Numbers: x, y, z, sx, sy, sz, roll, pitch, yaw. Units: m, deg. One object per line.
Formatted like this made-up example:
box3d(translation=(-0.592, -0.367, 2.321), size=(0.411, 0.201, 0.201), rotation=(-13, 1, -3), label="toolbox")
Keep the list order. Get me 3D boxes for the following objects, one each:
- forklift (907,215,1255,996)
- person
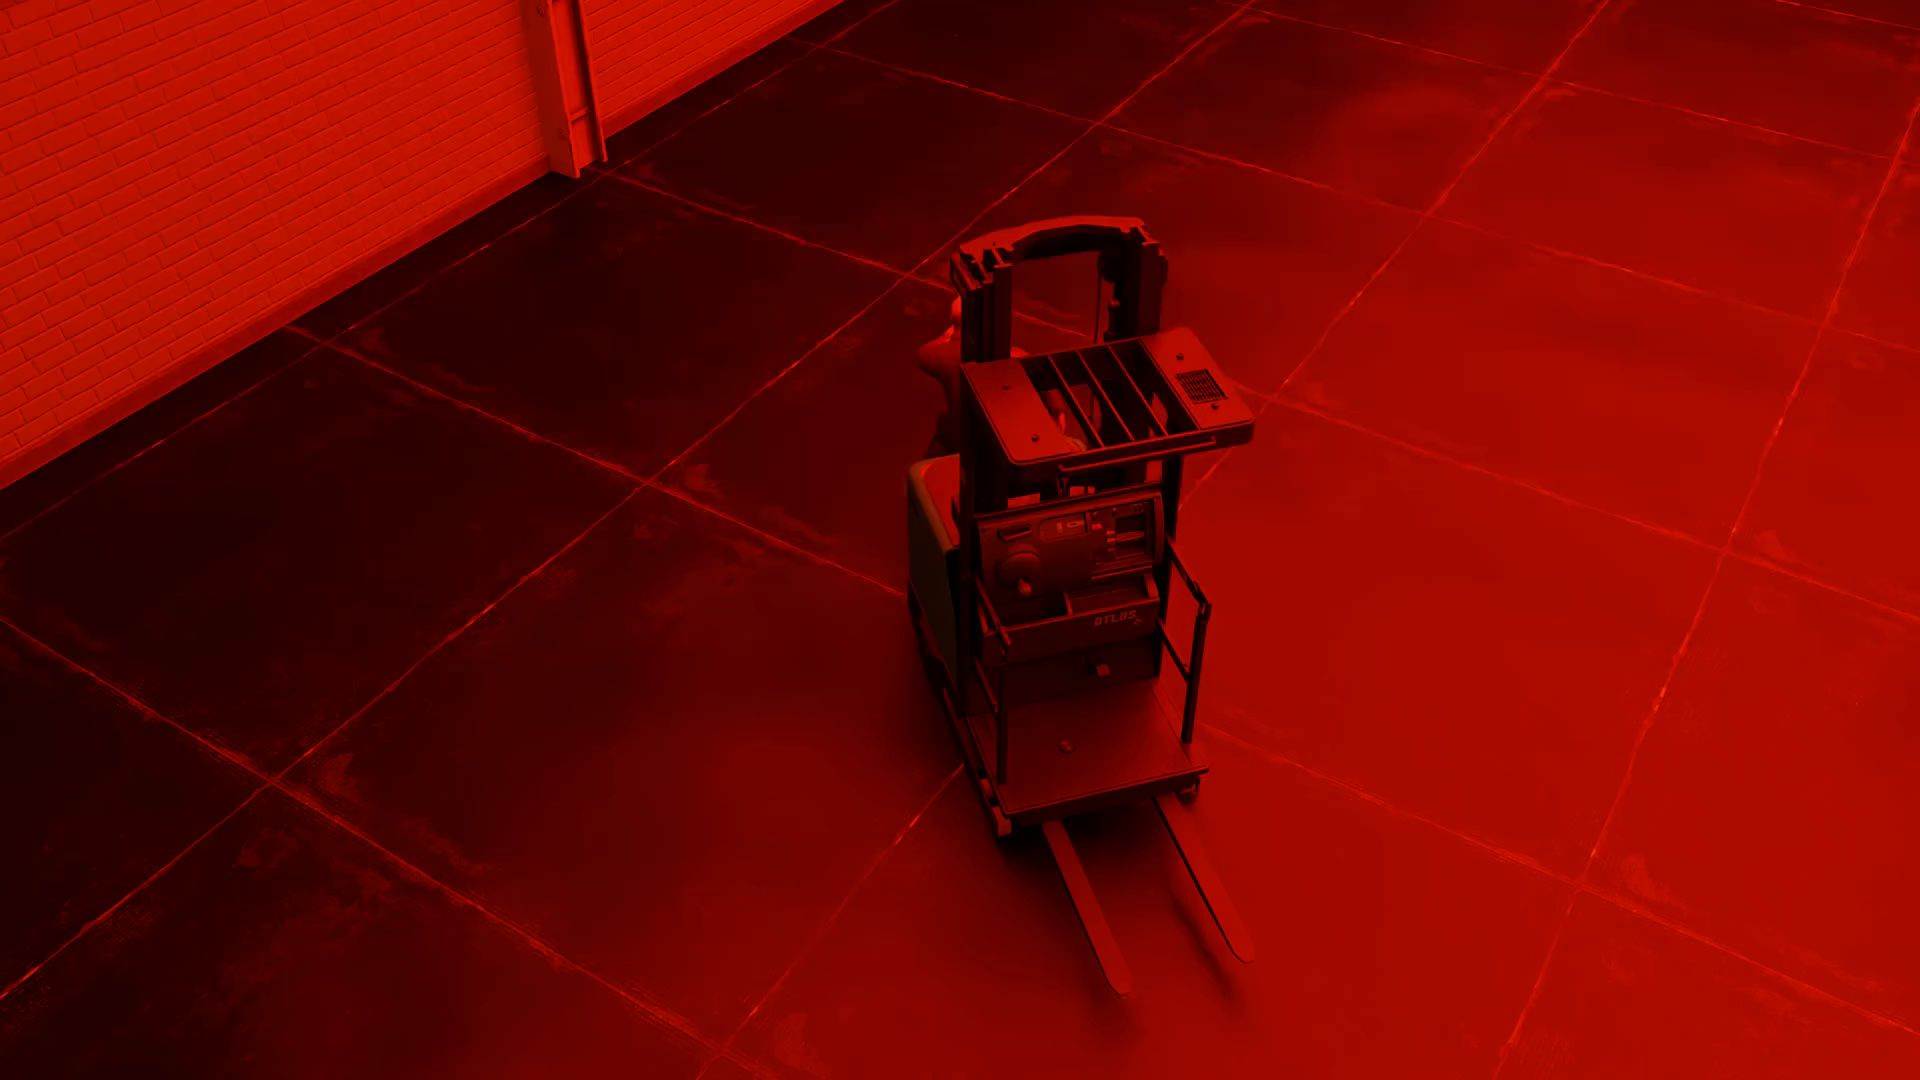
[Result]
box3d(translation=(0.603, 0.100, 7.849), size=(1.130, 2.935, 3.031), rotation=(-11, 41, -13), label="forklift")
box3d(translation=(0.224, -0.915, 10.153), size=(1.057, 1.540, 1.005), rotation=(17, 43, 19), label="person")
